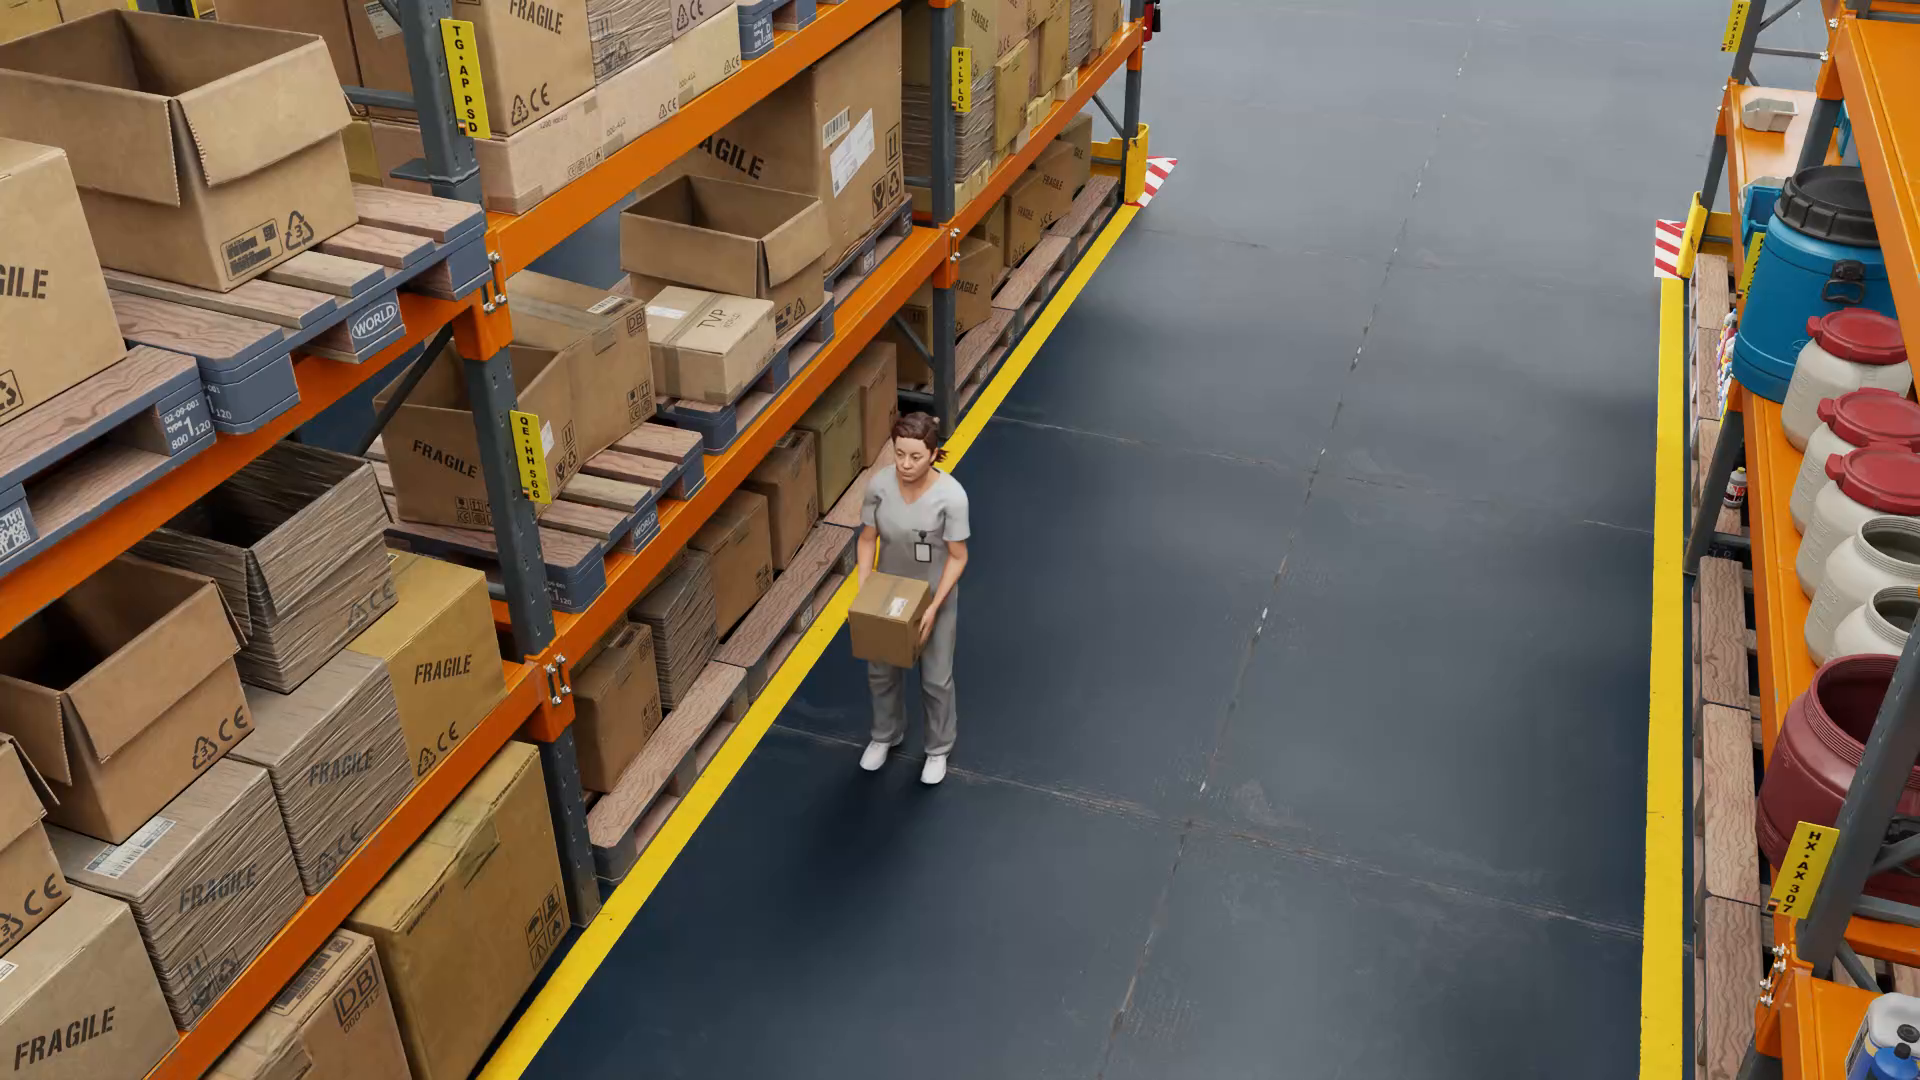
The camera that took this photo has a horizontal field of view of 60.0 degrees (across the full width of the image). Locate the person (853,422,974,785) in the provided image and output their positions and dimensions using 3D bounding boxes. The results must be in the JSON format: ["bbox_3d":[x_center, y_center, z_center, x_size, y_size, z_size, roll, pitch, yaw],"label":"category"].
[{"bbox_3d":[-0.188,0.254,6.775,0.485,1.653,0.361,10,35,15],"label":"person"}]
